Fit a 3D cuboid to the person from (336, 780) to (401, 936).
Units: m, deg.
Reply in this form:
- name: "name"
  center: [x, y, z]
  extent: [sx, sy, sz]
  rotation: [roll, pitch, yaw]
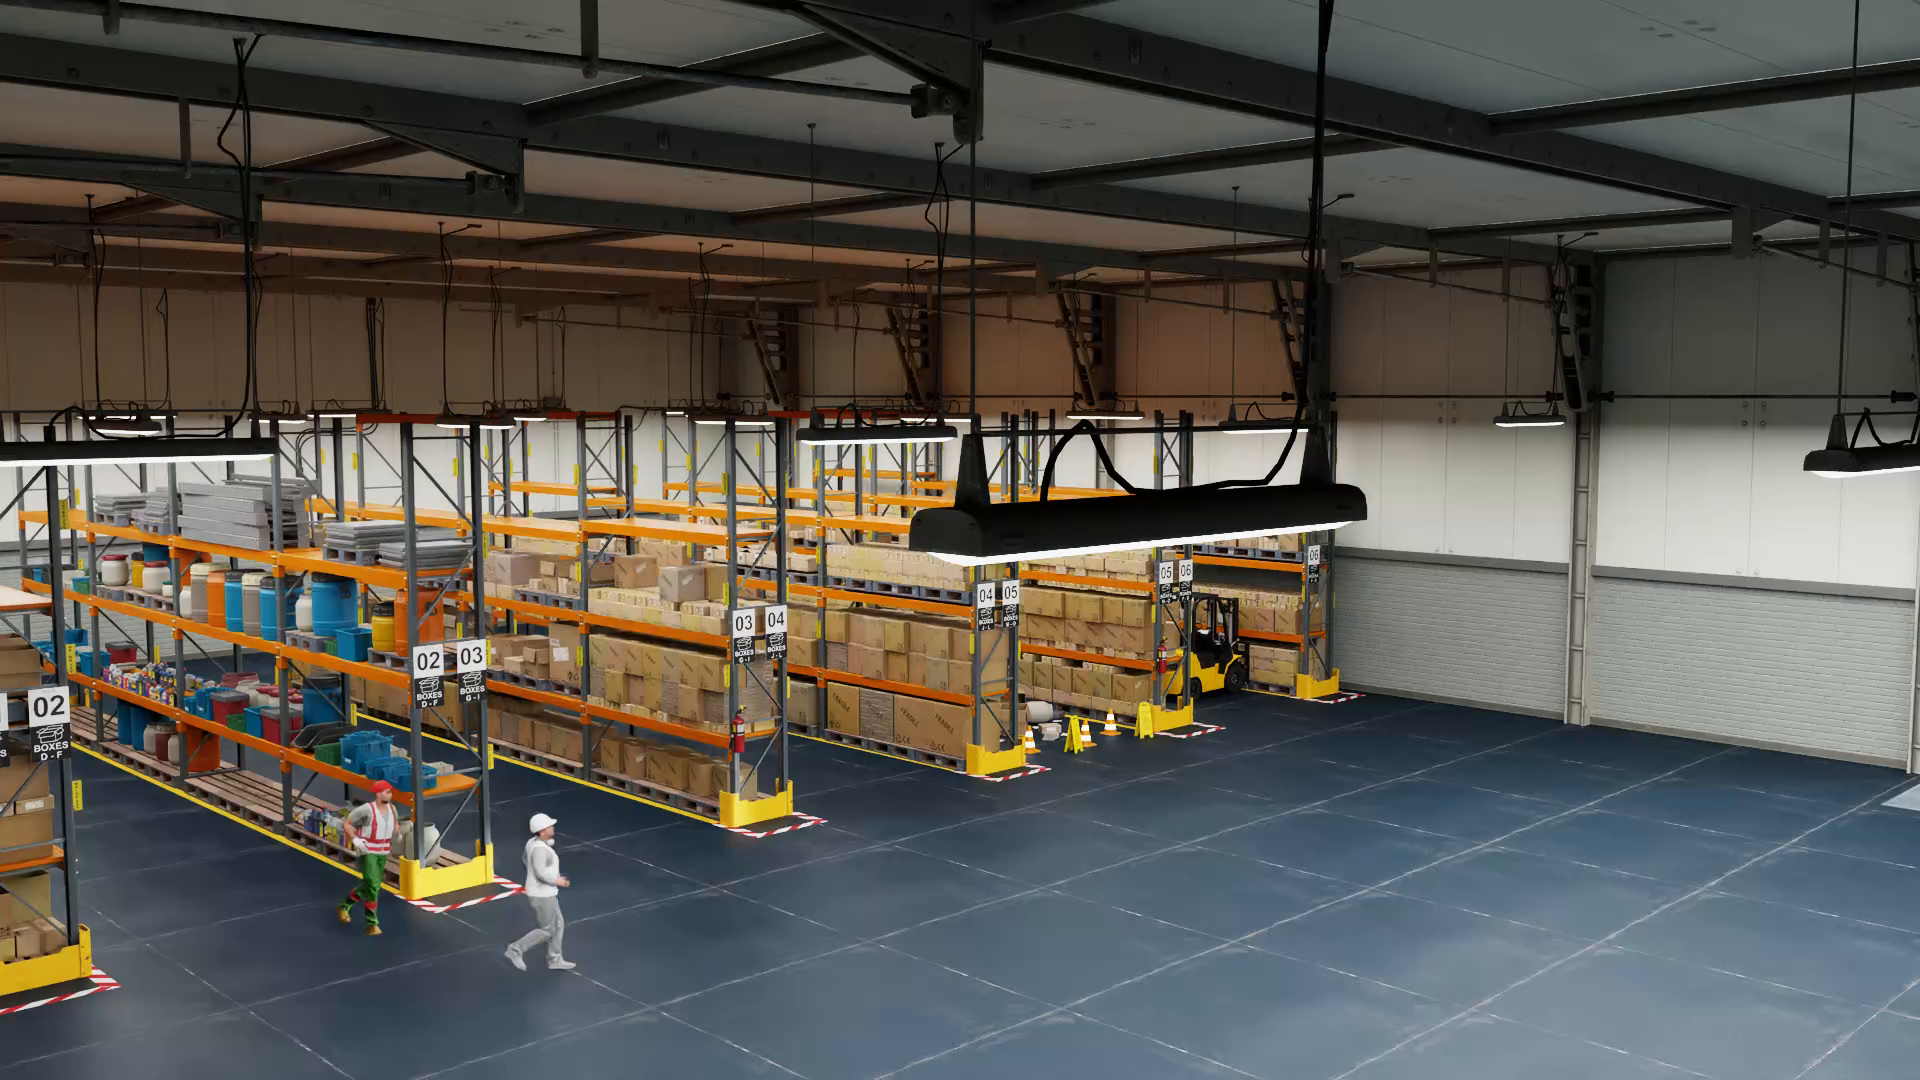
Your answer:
- name: "person"
  center: [-7.030, 3.764, 19.926]
  extent: [0.843, 1.788, 0.729]
  rotation: [2, 6, 26]

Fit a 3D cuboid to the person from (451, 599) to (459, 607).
- name: "person"
  center: [-12.141, 2.097, 39.767]
  extent: [0.625, 1.630, 0.715]
  rotation: [-4, 7, -40]

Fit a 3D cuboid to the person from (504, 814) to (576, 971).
- name: "person"
  center: [-4.622, 3.877, 18.238]
  extent: [0.771, 1.773, 0.685]
  rotation: [-2, 5, -20]
